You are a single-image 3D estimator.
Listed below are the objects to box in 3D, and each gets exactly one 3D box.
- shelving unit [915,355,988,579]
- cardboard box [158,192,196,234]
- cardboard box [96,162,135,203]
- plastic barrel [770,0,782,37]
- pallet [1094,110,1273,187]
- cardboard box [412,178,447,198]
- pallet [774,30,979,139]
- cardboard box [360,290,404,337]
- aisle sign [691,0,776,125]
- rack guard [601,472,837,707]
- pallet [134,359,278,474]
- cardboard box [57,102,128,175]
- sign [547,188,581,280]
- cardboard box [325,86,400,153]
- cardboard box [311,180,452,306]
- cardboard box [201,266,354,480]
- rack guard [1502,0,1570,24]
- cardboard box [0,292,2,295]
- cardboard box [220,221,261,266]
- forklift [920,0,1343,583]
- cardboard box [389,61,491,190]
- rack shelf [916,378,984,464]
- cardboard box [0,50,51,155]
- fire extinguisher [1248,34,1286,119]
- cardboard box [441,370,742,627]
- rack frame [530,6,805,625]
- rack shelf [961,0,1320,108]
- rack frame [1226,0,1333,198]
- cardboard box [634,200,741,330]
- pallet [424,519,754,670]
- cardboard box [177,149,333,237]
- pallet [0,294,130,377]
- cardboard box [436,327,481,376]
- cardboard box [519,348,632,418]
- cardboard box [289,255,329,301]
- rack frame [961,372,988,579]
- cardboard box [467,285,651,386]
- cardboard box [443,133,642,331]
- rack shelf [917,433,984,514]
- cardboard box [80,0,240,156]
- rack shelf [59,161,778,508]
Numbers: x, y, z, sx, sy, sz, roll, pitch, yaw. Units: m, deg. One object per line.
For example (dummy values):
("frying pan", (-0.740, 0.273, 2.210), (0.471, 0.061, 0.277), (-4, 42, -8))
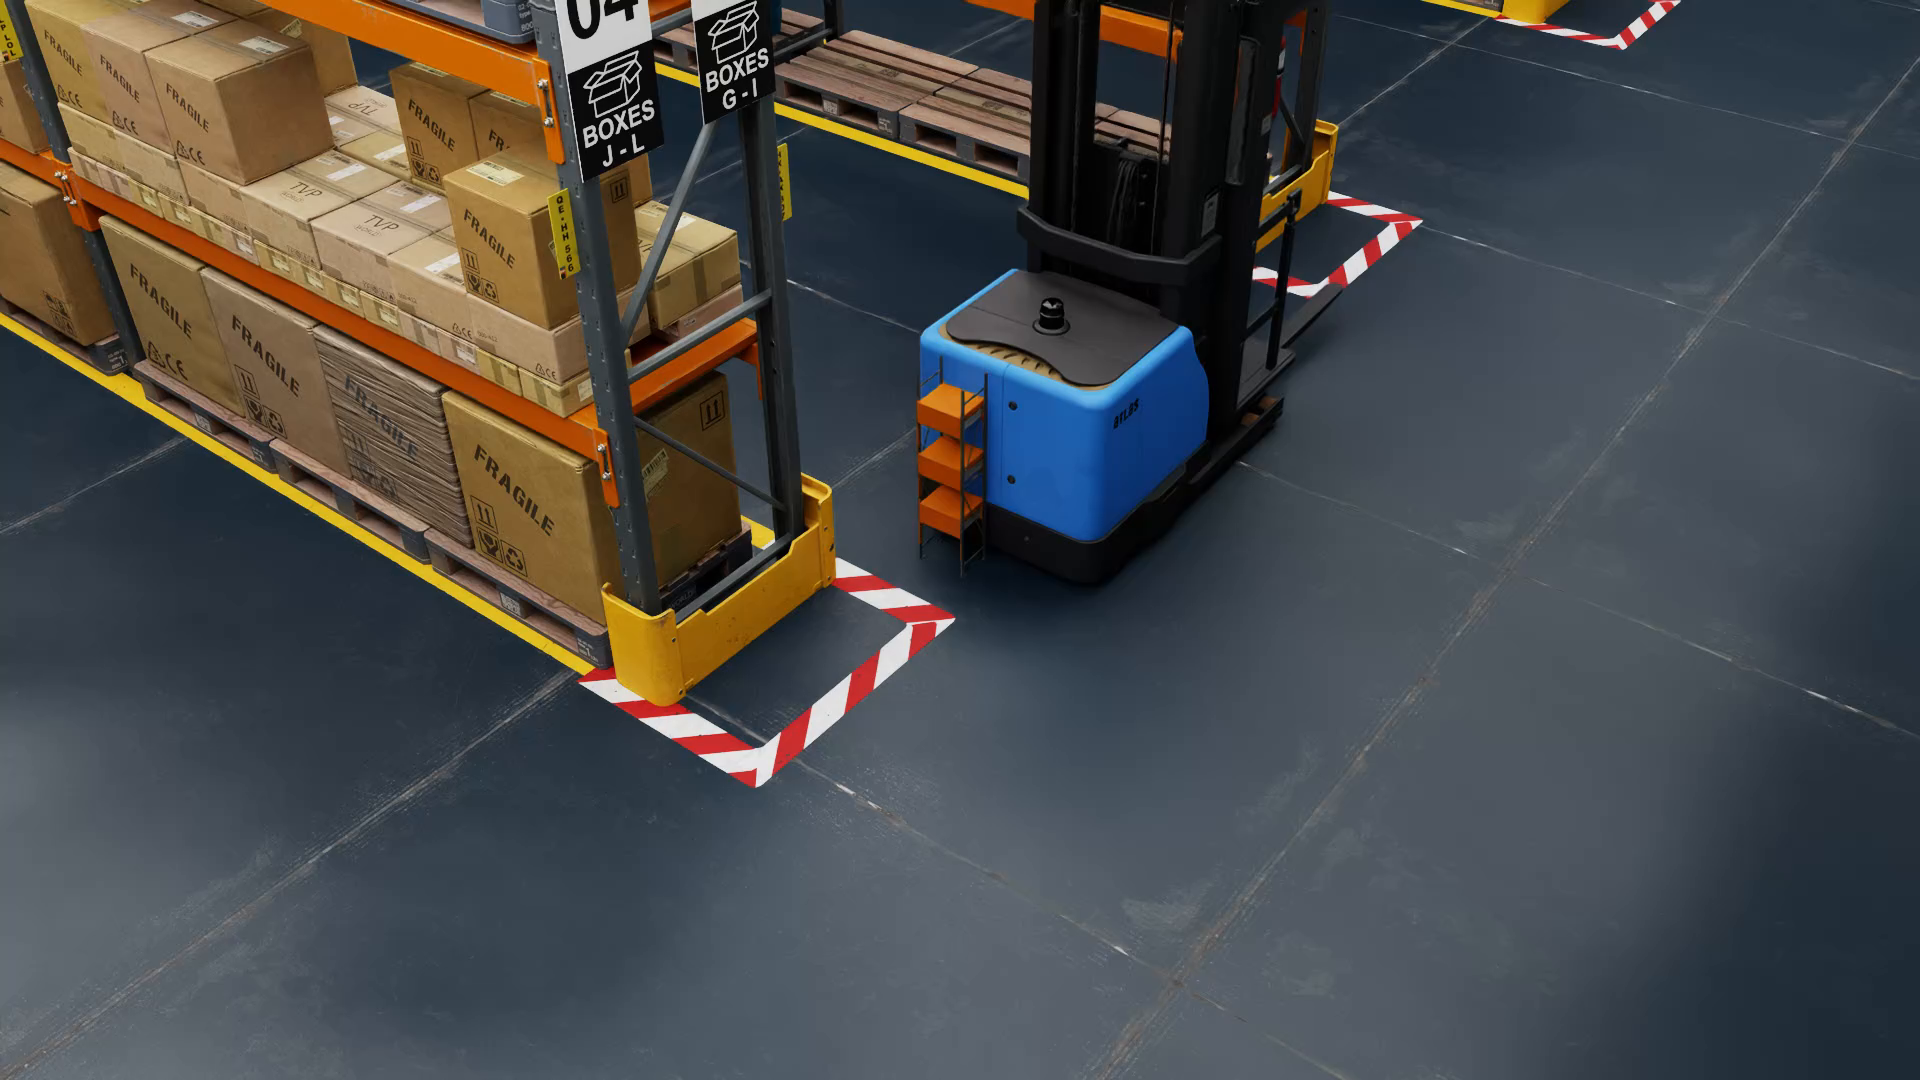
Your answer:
("shelving unit", (-0.037, -0.322, 7.670), (0.252, 1.050, 0.215), (23, 44, 27))
("cardboard box", (-3.586, -1.634, 7.968), (0.250, 0.149, 0.380), (24, 44, 27))
("cardboard box", (-4.006, -1.830, 8.219), (0.250, 0.149, 0.380), (24, 44, 27))
("plastic barrel", (-1.660, -4.277, 12.502), (0.708, 0.901, 0.600), (25, 45, 29))
("pallet", (1.307, -2.458, 11.079), (1.213, 0.211, 1.003), (25, 45, 29))
("cardboard box", (-2.101, -1.554, 7.543), (0.500, 0.250, 0.500), (24, 44, 27))
("pallet", (-0.631, -3.372, 12.246), (1.213, 0.211, 1.003), (25, 45, 29))
("cardboard box", (-2.365, -1.058, 7.232), (0.250, 0.149, 0.380), (24, 44, 28))
("aisle sign", (-0.831, -1.946, 6.055), (0.004, 0.787, 0.394), (25, 45, 29))
("rack guard", (-1.051, 0.190, 7.462), (0.348, 0.500, 1.175), (25, 45, 29))
("pallet", (-3.691, -0.880, 9.063), (1.213, 0.211, 1.003), (25, 45, 29))
("cardboard box", (-4.033, -2.055, 8.182), (0.500, 0.250, 0.500), (24, 44, 28))
("sign", (-1.411, -1.092, 5.940), (0.005, 0.325, 0.100), (25, 45, 29))
("cardboard box", (-2.919, -1.938, 8.034), (0.500, 0.250, 0.500), (26, 45, 29))
("cardboard box", (-2.423, -1.293, 7.210), (0.500, 0.250, 0.500), (24, 44, 27))
("cardboard box", (-3.057, -1.006, 8.346), (0.875, 0.875, 0.875), (25, 45, 29))
("rack guard", (4.891, -4.696, 13.704), (0.348, 0.500, 1.175), (25, 45, 29))
("cardboard box", (-5.478, -2.194, 9.862), (0.875, 0.875, 1.225), (24, 44, 27))
("cardboard box", (-3.185, -1.443, 7.725), (0.250, 0.149, 0.380), (26, 45, 29))
("forklift", (1.067, -1.815, 8.051), (1.130, 2.935, 3.031), (24, 44, 27))
("cardboard box", (-2.100, -1.846, 7.308), (0.500, 0.500, 0.500), (24, 44, 27))
("rack shelf", (-0.037, -0.537, 7.502), (0.240, 0.259, 0.215), (23, 44, 27))
("cardboard box", (-4.785, -2.382, 8.639), (0.500, 0.500, 0.500), (25, 45, 29))
("fire extinguisher", (1.782, -2.772, 9.583), (0.183, 0.674, 0.296), (25, 45, 29))
("cardboard box", (-1.627, -0.332, 7.485), (0.875, 0.875, 0.875), (25, 45, 29))
("rack frame", (-1.070, -0.803, 6.703), (0.127, 3.000, 1.000), (25, 45, 29))
("rack shelf", (0.350, -3.694, 10.979), (4.000, 0.370, 1.077), (25, 45, 29))
("rack frame", (1.939, -3.228, 9.801), (0.127, 3.000, 1.000), (25, 45, 29))
("cardboard box", (-1.288, -1.173, 7.056), (0.500, 0.250, 0.500), (24, 44, 27))
("pallet", (-1.753, 0.034, 7.896), (1.213, 0.211, 1.003), (25, 45, 29))
("cardboard box", (-3.227, -1.675, 7.697), (0.500, 0.250, 0.500), (26, 45, 30))
("pallet", (-4.906, -1.455, 9.798), (1.213, 0.211, 1.003), (25, 45, 29))
("cardboard box", (-1.960, -0.868, 6.989), (0.250, 0.149, 0.380), (25, 45, 29))
("cardboard box", (-1.553, -0.676, 6.745), (0.250, 0.149, 0.380), (26, 45, 29))
("cardboard box", (-2.767, -1.249, 7.476), (0.250, 0.149, 0.380), (26, 45, 29))
("rack frame", (0.063, -0.279, 7.616), (0.008, 1.050, 0.200), (23, 44, 27))
("cardboard box", (-1.616, -0.912, 6.723), (0.500, 0.250, 0.500), (25, 44, 28))
("cardboard box", (-1.617, -1.210, 6.495), (0.500, 0.500, 0.500), (26, 45, 29))
("rack shelf", (-0.037, -0.314, 7.677), (0.240, 0.259, 0.215), (23, 44, 27))
("cardboard box", (-3.636, -2.161, 7.710), (0.500, 0.500, 0.500), (25, 45, 29))
("rack shelf", (-2.659, -1.269, 7.881), (4.000, 0.370, 1.077), (25, 45, 29))
